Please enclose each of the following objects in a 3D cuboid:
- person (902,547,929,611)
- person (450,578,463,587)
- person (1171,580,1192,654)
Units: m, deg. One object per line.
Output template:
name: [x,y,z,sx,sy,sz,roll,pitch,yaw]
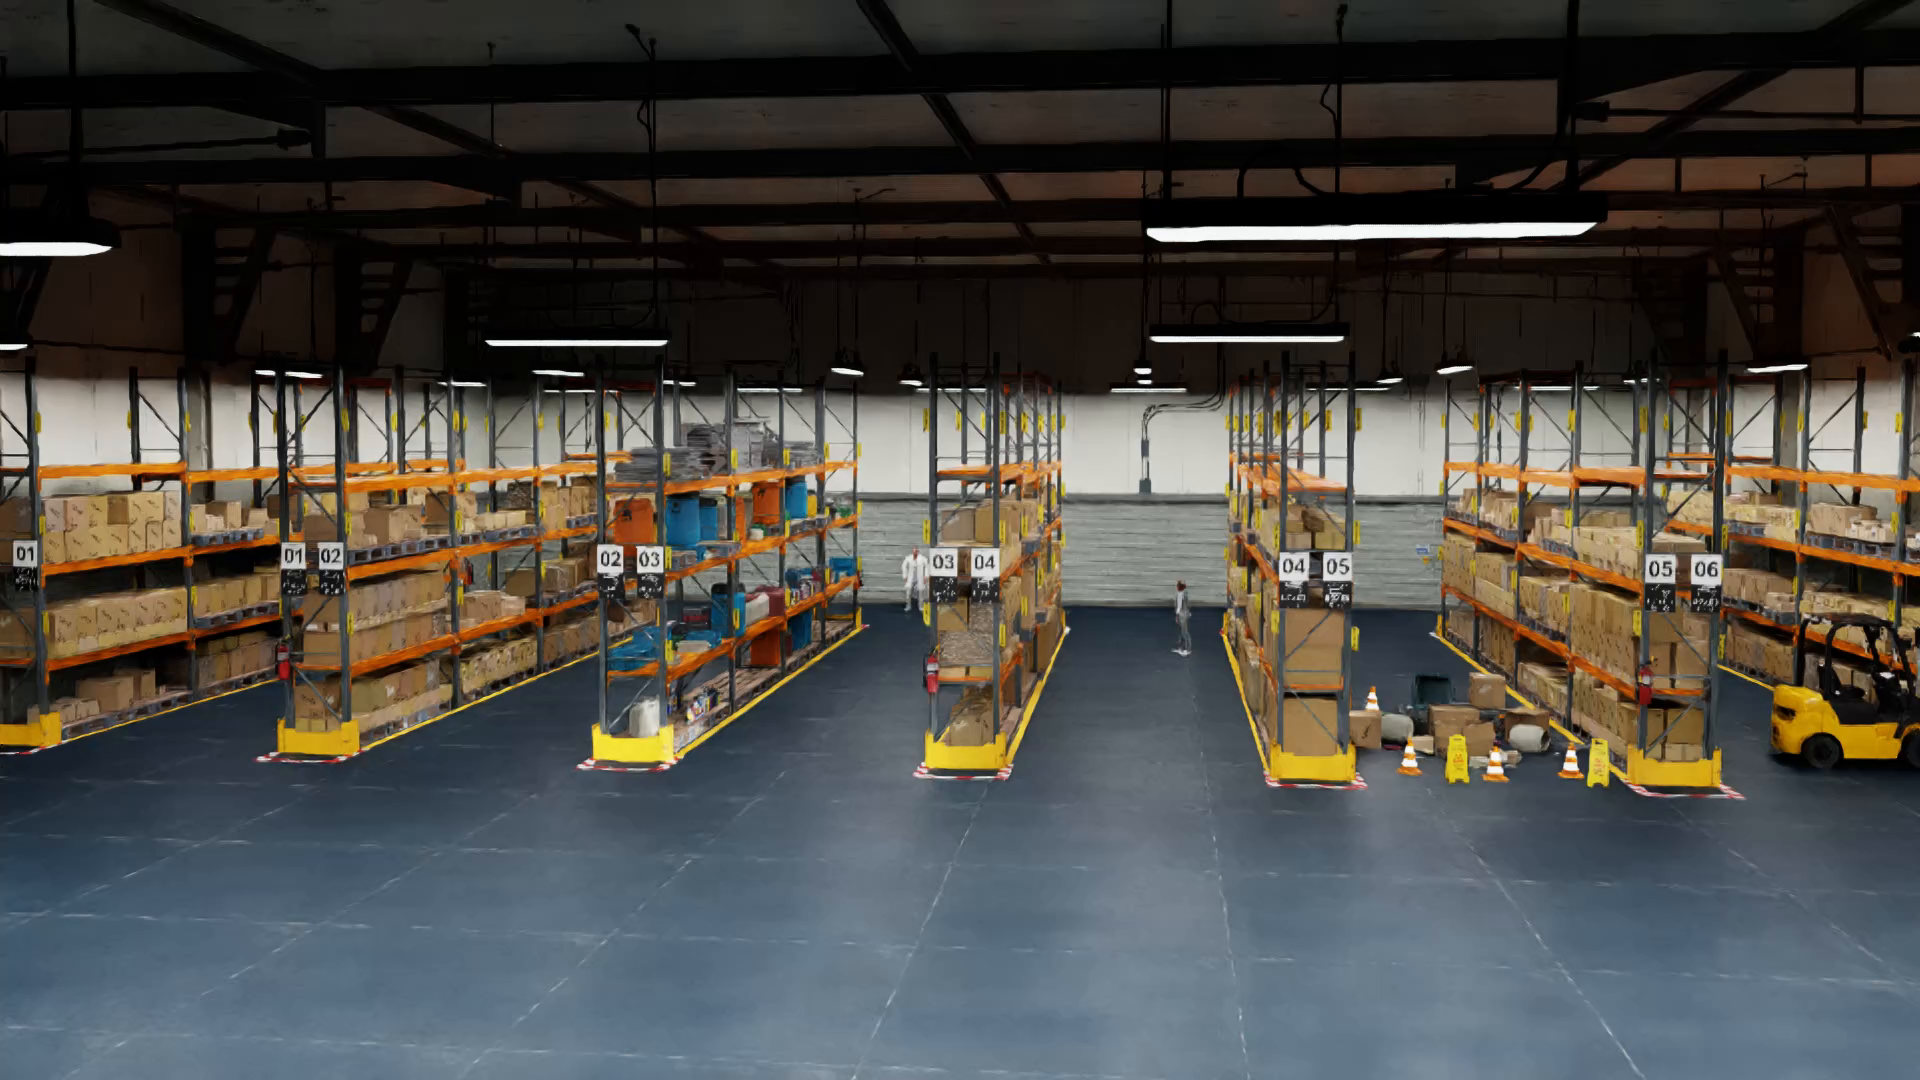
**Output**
person: [-1.183,1.026,44.063,0.724,1.733,0.546,0,4,5]
person: [-13.057,1.059,43.155,0.463,1.761,0.720,4,5,41]
person: [4.792,1.650,35.951,0.527,1.588,0.547,2,4,23]
